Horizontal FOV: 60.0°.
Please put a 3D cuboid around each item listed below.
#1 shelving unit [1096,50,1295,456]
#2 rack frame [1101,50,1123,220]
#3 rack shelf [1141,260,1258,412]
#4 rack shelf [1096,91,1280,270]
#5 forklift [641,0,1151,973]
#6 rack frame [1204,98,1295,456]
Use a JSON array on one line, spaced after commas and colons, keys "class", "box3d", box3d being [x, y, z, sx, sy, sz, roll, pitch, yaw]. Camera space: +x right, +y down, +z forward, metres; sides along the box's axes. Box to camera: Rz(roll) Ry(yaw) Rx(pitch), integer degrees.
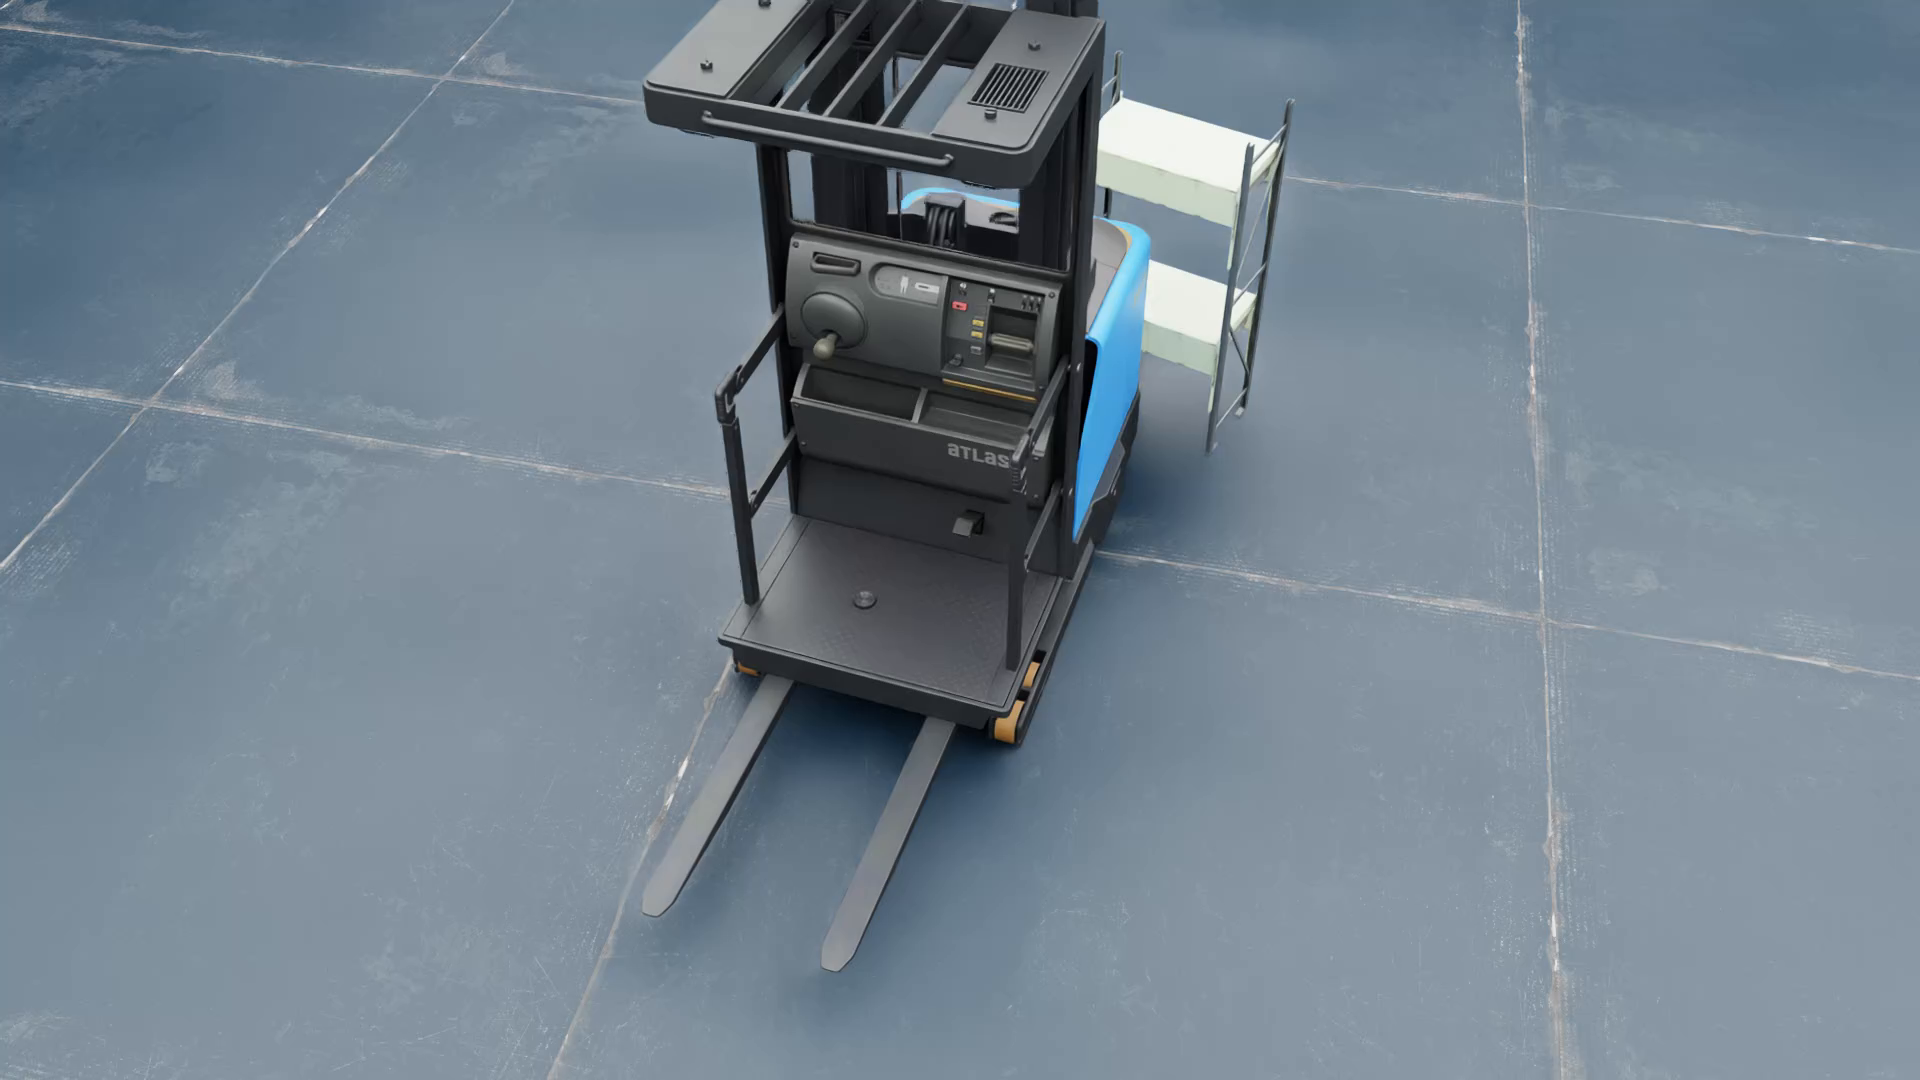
[{"class": "shelving unit", "box3d": [0.848, -1.152, 6.865, 0.755, 1.500, 0.431, 23, 48, 22]}, {"class": "rack frame", "box3d": [0.535, -1.284, 7.002, 0.023, 1.500, 0.400, 23, 48, 22]}, {"class": "rack shelf", "box3d": [0.848, -0.917, 7.091, 0.720, 0.370, 0.431, 23, 48, 22]}, {"class": "rack shelf", "box3d": [0.848, -1.433, 6.595, 0.720, 0.370, 0.431, 23, 48, 22]}, {"class": "forklift", "box3d": [-0.199, -0.647, 5.308, 1.130, 2.935, 3.031, 13, 45, 13]}, {"class": "rack frame", "box3d": [1.161, -1.020, 6.728, 0.023, 1.500, 0.400, 23, 48, 22]}]
